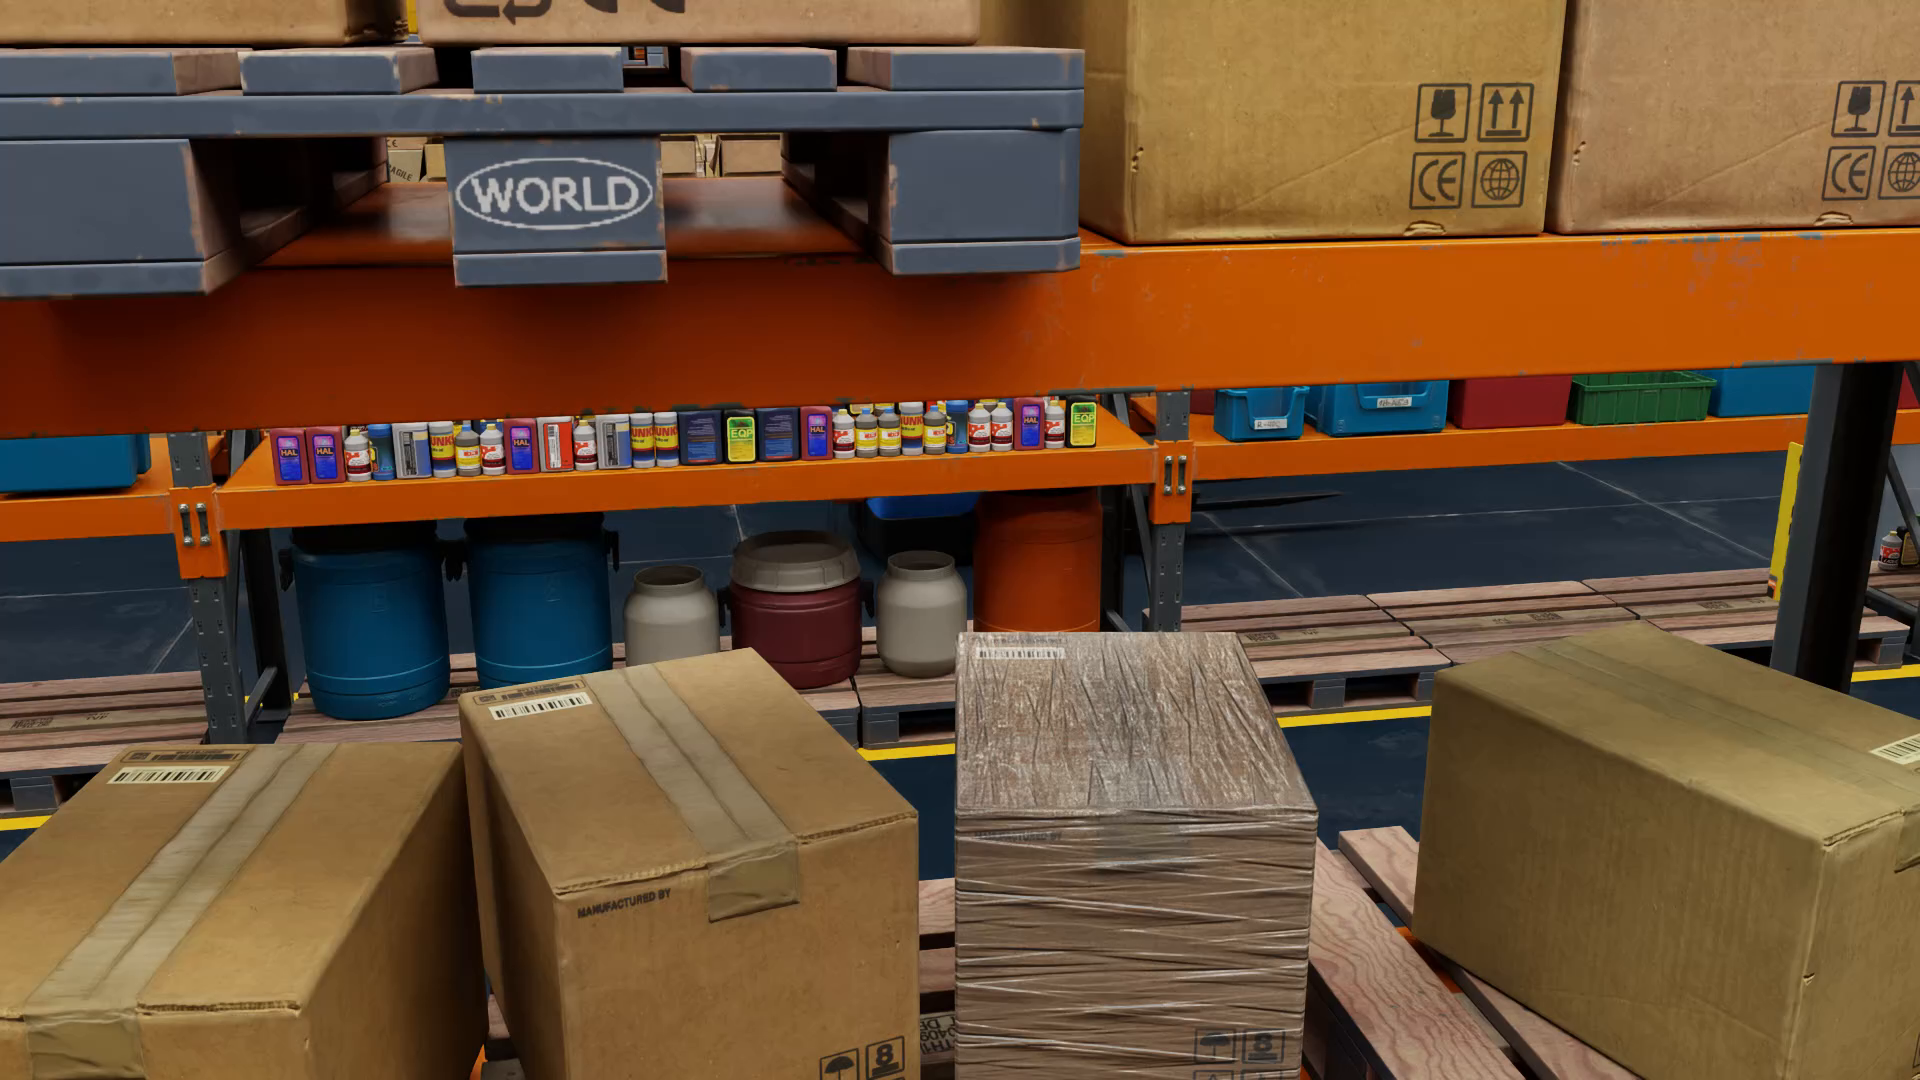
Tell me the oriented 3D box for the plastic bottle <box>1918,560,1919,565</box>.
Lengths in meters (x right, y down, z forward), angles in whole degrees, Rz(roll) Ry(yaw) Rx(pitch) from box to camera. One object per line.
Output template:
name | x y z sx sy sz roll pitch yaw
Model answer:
plastic bottle | 5.343 -0.027 9.052 0.185 0.351 0.144 -4 17 -12

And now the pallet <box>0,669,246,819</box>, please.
pallet | -3.804 0.867 7.129 1.213 0.211 1.003 -3 17 -10

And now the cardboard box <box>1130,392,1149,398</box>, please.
cardboard box | 1.094 -1.262 12.819 0.500 0.500 0.700 -5 18 -15

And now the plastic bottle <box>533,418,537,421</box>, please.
plastic bottle | -1.868 -0.585 7.327 0.097 0.271 0.097 0 17 0

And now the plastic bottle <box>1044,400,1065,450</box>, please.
plastic bottle | 0.405 -0.499 7.167 0.097 0.201 0.097 0 17 0

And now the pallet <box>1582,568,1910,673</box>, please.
pallet | 4.001 0.424 8.571 1.213 0.211 1.003 -3 17 -10

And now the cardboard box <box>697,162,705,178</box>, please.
cardboard box | -2.609 -3.596 16.116 0.250 0.149 0.380 -3 17 -9

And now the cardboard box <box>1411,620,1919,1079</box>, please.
cardboard box | 1.177 0.506 2.669 0.500 0.500 0.700 -10 20 -29

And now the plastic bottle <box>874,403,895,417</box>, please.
plastic bottle | -0.353 -0.683 7.766 0.097 0.201 0.097 0 17 0

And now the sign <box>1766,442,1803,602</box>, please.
sign | 1.665 -0.026 3.316 0.005 0.325 0.100 -3 17 -10

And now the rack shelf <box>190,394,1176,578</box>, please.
rack shelf | -1.126 -0.286 7.358 4.000 0.370 1.077 -3 17 -10

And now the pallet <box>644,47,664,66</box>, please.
pallet | -1.226 -1.997 6.919 1.213 0.211 1.003 -3 17 -10

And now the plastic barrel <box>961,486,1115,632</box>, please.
plastic barrel | 0.360 0.128 7.767 0.708 0.830 0.600 -3 17 -10

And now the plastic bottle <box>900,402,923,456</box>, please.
plastic bottle | -0.204 -0.498 7.044 0.097 0.271 0.097 0 17 0

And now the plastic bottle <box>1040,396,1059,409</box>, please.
plastic bottle | 0.380 -0.707 7.715 0.135 0.276 0.152 -3 17 -10

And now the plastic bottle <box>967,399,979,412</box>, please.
plastic bottle | 0.020 -0.749 7.840 0.133 0.283 0.061 -3 17 -10

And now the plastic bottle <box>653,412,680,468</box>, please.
plastic bottle | -1.212 -0.441 6.858 0.097 0.271 0.097 0 17 0

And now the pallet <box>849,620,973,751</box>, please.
pallet | 0.071 0.648 7.842 1.213 0.211 1.003 -3 17 -10

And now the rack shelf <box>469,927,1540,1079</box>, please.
rack shelf | -0.190 1.143 2.708 4.000 0.370 1.077 -3 17 -10

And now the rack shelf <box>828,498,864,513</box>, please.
rack shelf | -0.695 -0.251 10.056 0.180 0.103 0.258 -4 18 -13

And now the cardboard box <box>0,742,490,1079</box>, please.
cardboard box | -0.983 0.643 2.224 0.500 0.500 0.700 -1 17 -2

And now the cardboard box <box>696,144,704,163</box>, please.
cardboard box | -2.608 -3.738 16.074 0.250 0.149 0.380 -2 17 -8

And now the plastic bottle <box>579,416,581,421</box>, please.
plastic bottle | -1.778 -0.630 7.465 0.135 0.276 0.152 -3 17 -10

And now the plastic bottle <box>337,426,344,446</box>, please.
plastic bottle | -2.722 -0.503 7.180 0.097 0.201 0.097 0 17 0

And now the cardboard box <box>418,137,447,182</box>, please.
cardboard box | -3.404 -2.511 11.500 0.637 0.503 0.797 -4 17 -12

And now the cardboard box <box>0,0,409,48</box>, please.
cardboard box | -0.993 -0.871 1.873 0.600 0.600 0.600 -3 17 -11

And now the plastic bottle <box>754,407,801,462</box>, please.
plastic bottle | -0.765 -0.511 6.951 0.185 0.351 0.144 -3 17 -10

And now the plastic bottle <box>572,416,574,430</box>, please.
plastic bottle | -1.683 -0.470 6.945 0.135 0.276 0.152 -3 17 -10

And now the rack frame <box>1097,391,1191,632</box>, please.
rack frame | 0.838 -0.741 7.615 0.127 3.000 1.000 -3 17 -10

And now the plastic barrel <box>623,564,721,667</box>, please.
plastic barrel | -1.286 0.400 7.423 0.421 0.512 0.421 0 17 0

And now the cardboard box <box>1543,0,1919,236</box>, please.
cardboard box | 0.851 -0.732 2.307 0.500 0.500 0.910 -3 17 -10

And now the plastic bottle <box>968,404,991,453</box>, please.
plastic bottle | 0.082 -0.481 7.107 0.097 0.201 0.097 0 17 0

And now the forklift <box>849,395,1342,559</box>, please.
forklift | 0.867 -1.469 10.101 3.031 2.935 1.130 -4 18 -13

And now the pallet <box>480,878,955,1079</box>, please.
pallet | -0.135 0.889 2.636 1.213 0.211 1.003 -3 17 -10

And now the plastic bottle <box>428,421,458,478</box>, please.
plastic bottle | -2.085 -0.391 6.696 0.097 0.271 0.097 0 17 0

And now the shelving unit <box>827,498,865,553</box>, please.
shelving unit | -0.695 -0.523 9.972 0.189 1.200 0.258 -4 18 -13

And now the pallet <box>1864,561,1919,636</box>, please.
pallet | 5.432 0.344 8.832 1.213 0.211 1.003 -3 17 -10

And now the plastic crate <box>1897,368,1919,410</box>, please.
plastic crate | 4.348 -0.879 7.956 0.583 0.464 0.402 -3 17 -10

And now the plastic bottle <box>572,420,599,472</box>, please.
plastic bottle | -1.535 -0.389 6.808 0.097 0.201 0.097 0 17 0

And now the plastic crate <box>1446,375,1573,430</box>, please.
plastic crate | 2.482 -0.773 7.611 0.583 0.464 0.402 -3 17 -10

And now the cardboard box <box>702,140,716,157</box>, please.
cardboard box | -2.465 -3.941 16.733 0.250 0.149 0.380 -2 17 -8

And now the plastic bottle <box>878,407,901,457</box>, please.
plastic bottle | -0.300 -0.459 7.036 0.097 0.201 0.097 0 17 0

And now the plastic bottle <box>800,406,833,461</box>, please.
plastic bottle | -0.601 -0.476 6.951 0.133 0.283 0.061 -3 17 -10

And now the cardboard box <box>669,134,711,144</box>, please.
cardboard box | -3.411 -5.029 20.979 0.500 0.250 0.500 -4 17 -12

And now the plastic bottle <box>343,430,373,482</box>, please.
plastic bottle | -2.408 -0.340 6.647 0.097 0.201 0.097 0 17 0
